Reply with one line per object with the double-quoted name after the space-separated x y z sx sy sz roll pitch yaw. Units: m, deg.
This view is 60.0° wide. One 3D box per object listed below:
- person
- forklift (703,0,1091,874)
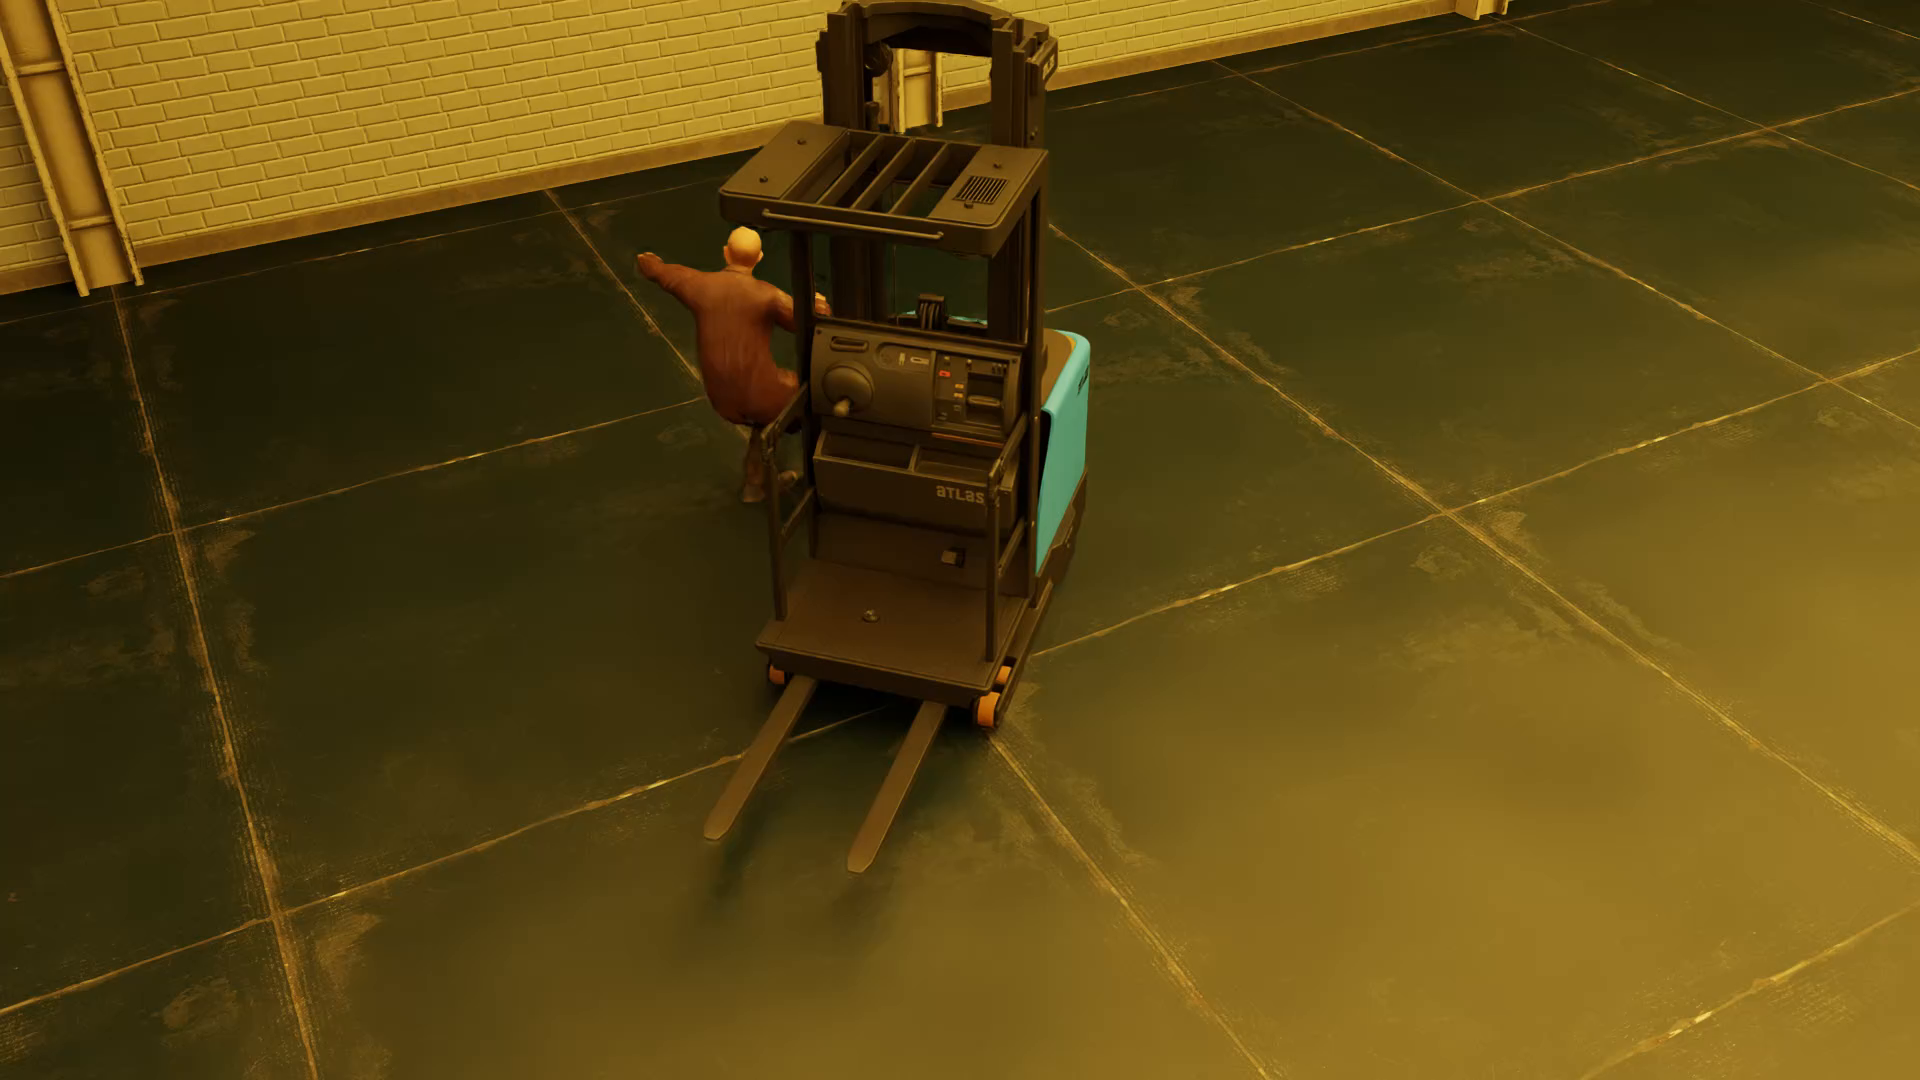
-1.013 -0.934 8.691 1.617 1.498 0.804 9 36 12 "person"
-0.258 -0.613 6.990 1.130 2.935 3.031 10 36 14 "forklift"
